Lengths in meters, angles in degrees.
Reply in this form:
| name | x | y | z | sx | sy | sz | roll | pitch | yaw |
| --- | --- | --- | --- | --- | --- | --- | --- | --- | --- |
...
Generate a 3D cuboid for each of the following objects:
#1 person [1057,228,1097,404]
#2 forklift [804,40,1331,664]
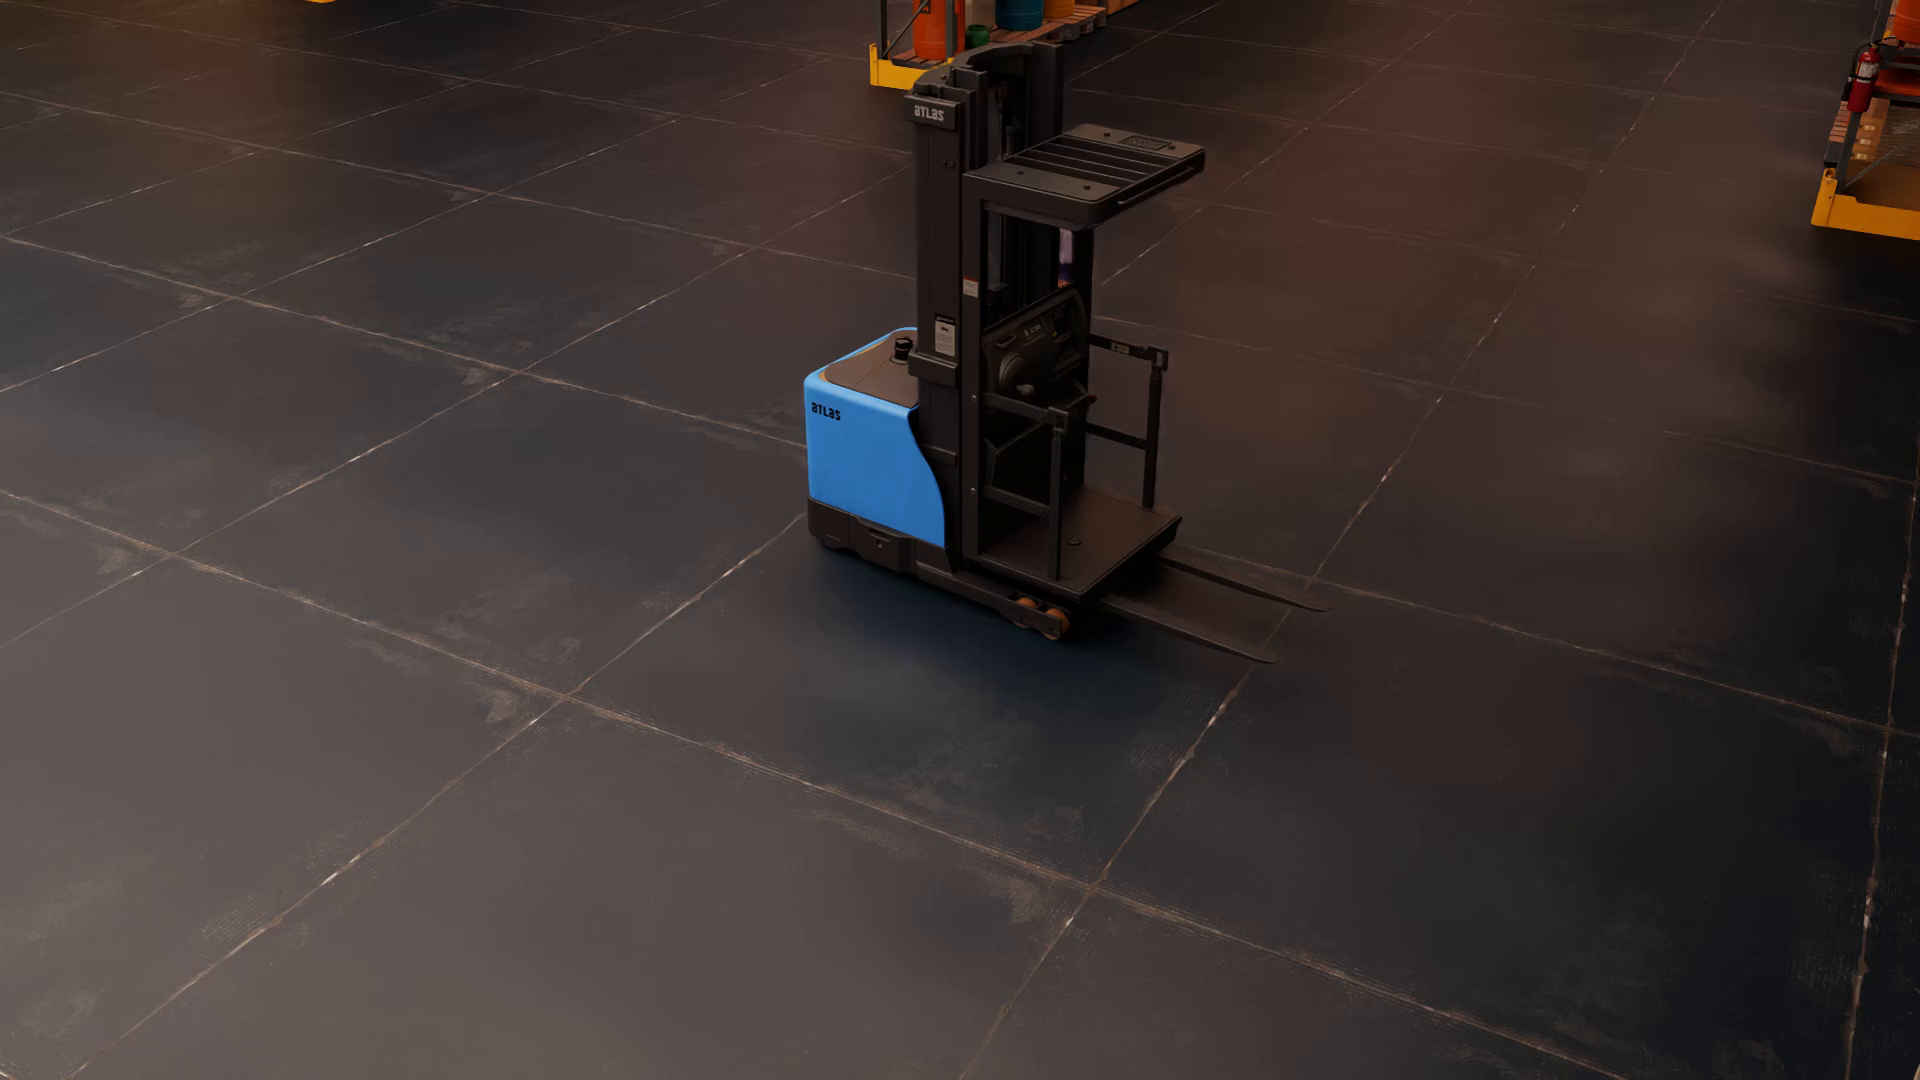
| name | x | y | z | sx | sy | sz | roll | pitch | yaw |
| --- | --- | --- | --- | --- | --- | --- | --- | --- | --- |
| person | 0.779 | -1.783 | 11.471 | 0.485 | 1.629 | 0.680 | 9 | 31 | 15 |
| forklift | 0.580 | -1.028 | 8.853 | 3.031 | 2.935 | 1.130 | 20 | 36 | 31 |
